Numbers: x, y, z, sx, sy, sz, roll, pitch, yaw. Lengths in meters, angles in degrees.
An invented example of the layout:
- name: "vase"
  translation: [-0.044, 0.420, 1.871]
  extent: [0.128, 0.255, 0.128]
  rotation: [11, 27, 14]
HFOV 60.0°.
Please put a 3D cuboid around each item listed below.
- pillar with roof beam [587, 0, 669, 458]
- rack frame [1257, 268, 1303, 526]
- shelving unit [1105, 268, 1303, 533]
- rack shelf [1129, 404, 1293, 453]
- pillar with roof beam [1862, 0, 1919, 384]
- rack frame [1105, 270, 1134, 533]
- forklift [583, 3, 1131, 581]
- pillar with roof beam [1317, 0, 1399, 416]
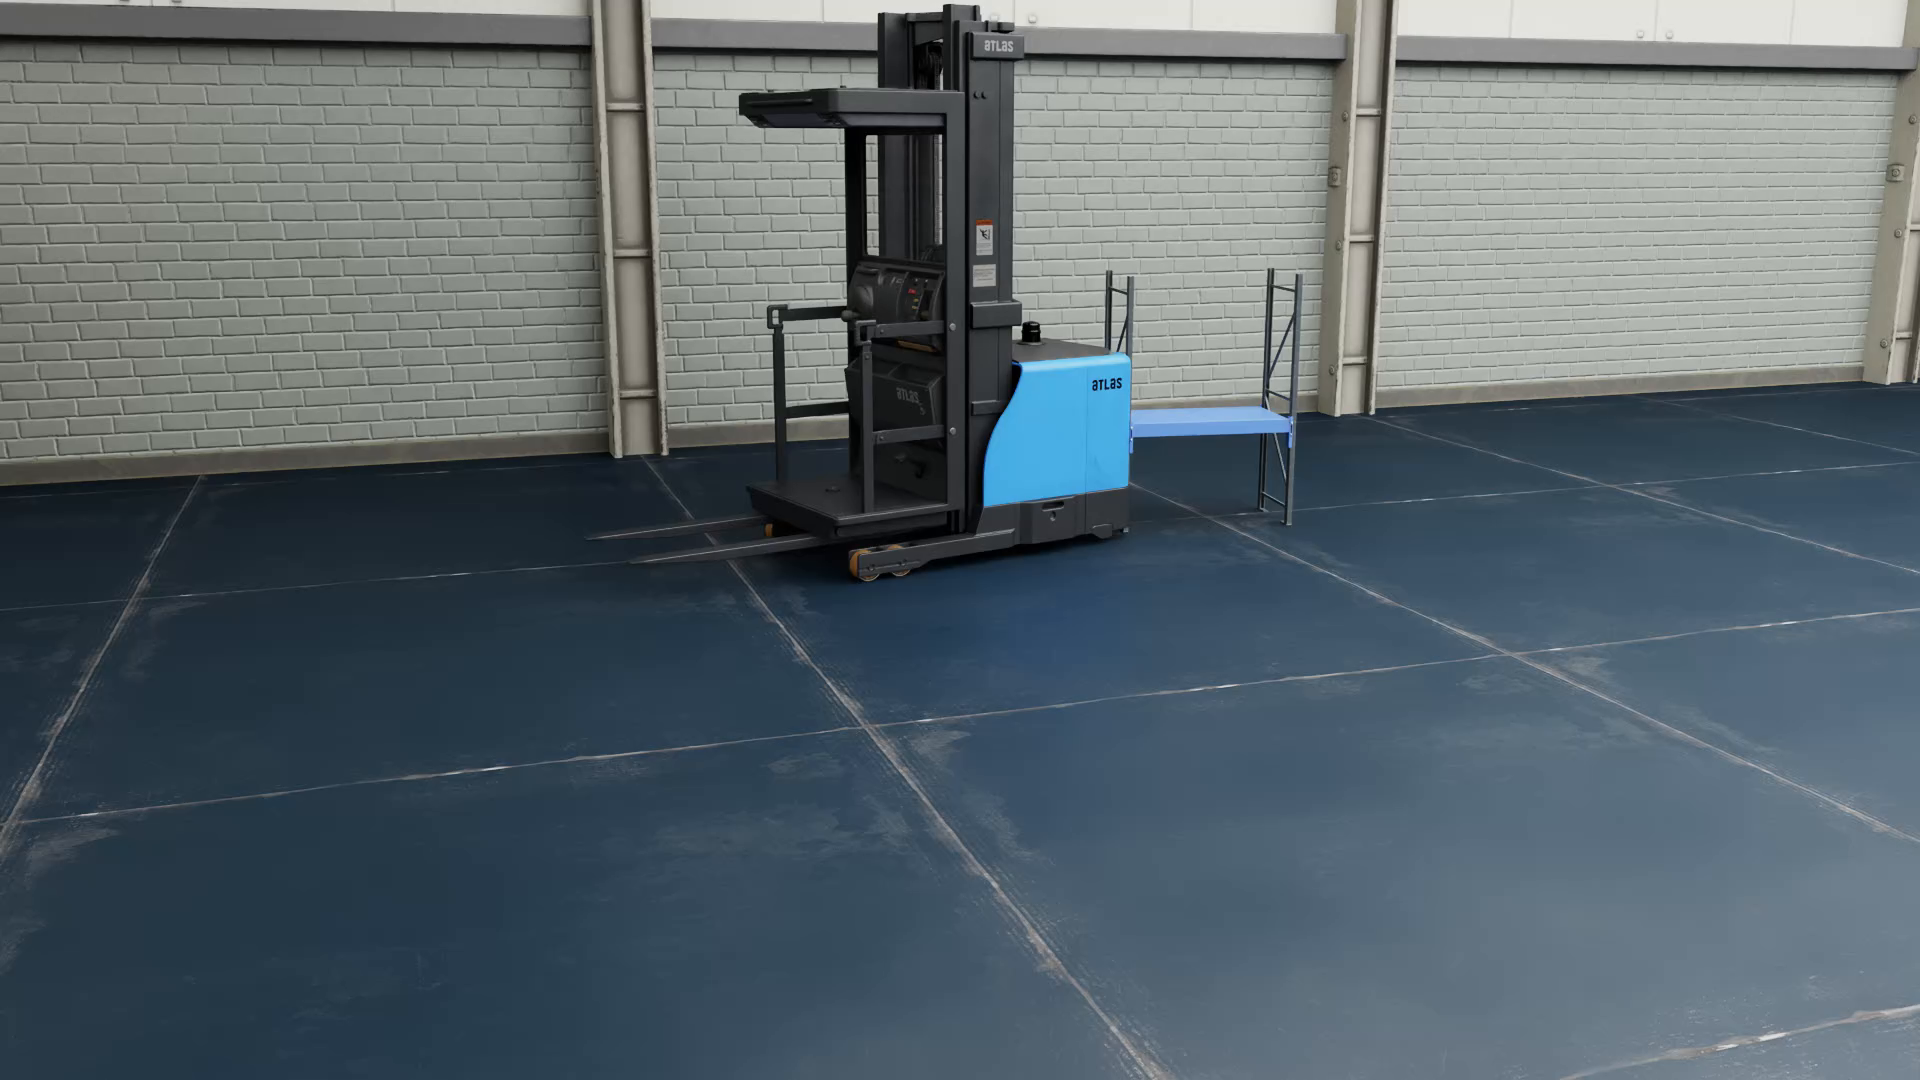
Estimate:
- name: "pillar with roof beam"
  translation: [-1.015, -4.082, 7.358]
  extent: [0.400, 9.000, 9.100]
  rotation: [-4, 14, -18]
- name: "rack frame"
  translation: [1.934, -0.872, 10.069]
  extent: [0.032, 1.500, 0.500]
  rotation: [-2, 14, -10]
- name: "shelving unit"
  translation: [1.434, -0.851, 9.979]
  extent: [1.048, 1.500, 0.538]
  rotation: [-2, 14, -10]
- name: "rack shelf"
  translation: [1.434, -0.676, 10.021]
  extent: [1.000, 0.185, 0.538]
  rotation: [-2, 14, -10]
- name: "pillar with roof beam"
  translation: [10.358, -4.968, 11.081]
  extent: [0.400, 9.000, 9.100]
  rotation: [-4, 14, -18]
- name: "rack frame"
  translation: [0.934, -0.829, 9.889]
  extent: [0.032, 1.500, 0.500]
  rotation: [-2, 14, -10]
- name: "forklift"
  translation: [-0.527, -1.348, 8.974]
  extent: [3.031, 2.935, 1.130]
  rotation: [-8, 16, -32]
- name: "pillar with roof beam"
  translation: [4.671, -4.525, 9.220]
  extent: [0.400, 9.000, 9.100]
  rotation: [-4, 14, -18]
